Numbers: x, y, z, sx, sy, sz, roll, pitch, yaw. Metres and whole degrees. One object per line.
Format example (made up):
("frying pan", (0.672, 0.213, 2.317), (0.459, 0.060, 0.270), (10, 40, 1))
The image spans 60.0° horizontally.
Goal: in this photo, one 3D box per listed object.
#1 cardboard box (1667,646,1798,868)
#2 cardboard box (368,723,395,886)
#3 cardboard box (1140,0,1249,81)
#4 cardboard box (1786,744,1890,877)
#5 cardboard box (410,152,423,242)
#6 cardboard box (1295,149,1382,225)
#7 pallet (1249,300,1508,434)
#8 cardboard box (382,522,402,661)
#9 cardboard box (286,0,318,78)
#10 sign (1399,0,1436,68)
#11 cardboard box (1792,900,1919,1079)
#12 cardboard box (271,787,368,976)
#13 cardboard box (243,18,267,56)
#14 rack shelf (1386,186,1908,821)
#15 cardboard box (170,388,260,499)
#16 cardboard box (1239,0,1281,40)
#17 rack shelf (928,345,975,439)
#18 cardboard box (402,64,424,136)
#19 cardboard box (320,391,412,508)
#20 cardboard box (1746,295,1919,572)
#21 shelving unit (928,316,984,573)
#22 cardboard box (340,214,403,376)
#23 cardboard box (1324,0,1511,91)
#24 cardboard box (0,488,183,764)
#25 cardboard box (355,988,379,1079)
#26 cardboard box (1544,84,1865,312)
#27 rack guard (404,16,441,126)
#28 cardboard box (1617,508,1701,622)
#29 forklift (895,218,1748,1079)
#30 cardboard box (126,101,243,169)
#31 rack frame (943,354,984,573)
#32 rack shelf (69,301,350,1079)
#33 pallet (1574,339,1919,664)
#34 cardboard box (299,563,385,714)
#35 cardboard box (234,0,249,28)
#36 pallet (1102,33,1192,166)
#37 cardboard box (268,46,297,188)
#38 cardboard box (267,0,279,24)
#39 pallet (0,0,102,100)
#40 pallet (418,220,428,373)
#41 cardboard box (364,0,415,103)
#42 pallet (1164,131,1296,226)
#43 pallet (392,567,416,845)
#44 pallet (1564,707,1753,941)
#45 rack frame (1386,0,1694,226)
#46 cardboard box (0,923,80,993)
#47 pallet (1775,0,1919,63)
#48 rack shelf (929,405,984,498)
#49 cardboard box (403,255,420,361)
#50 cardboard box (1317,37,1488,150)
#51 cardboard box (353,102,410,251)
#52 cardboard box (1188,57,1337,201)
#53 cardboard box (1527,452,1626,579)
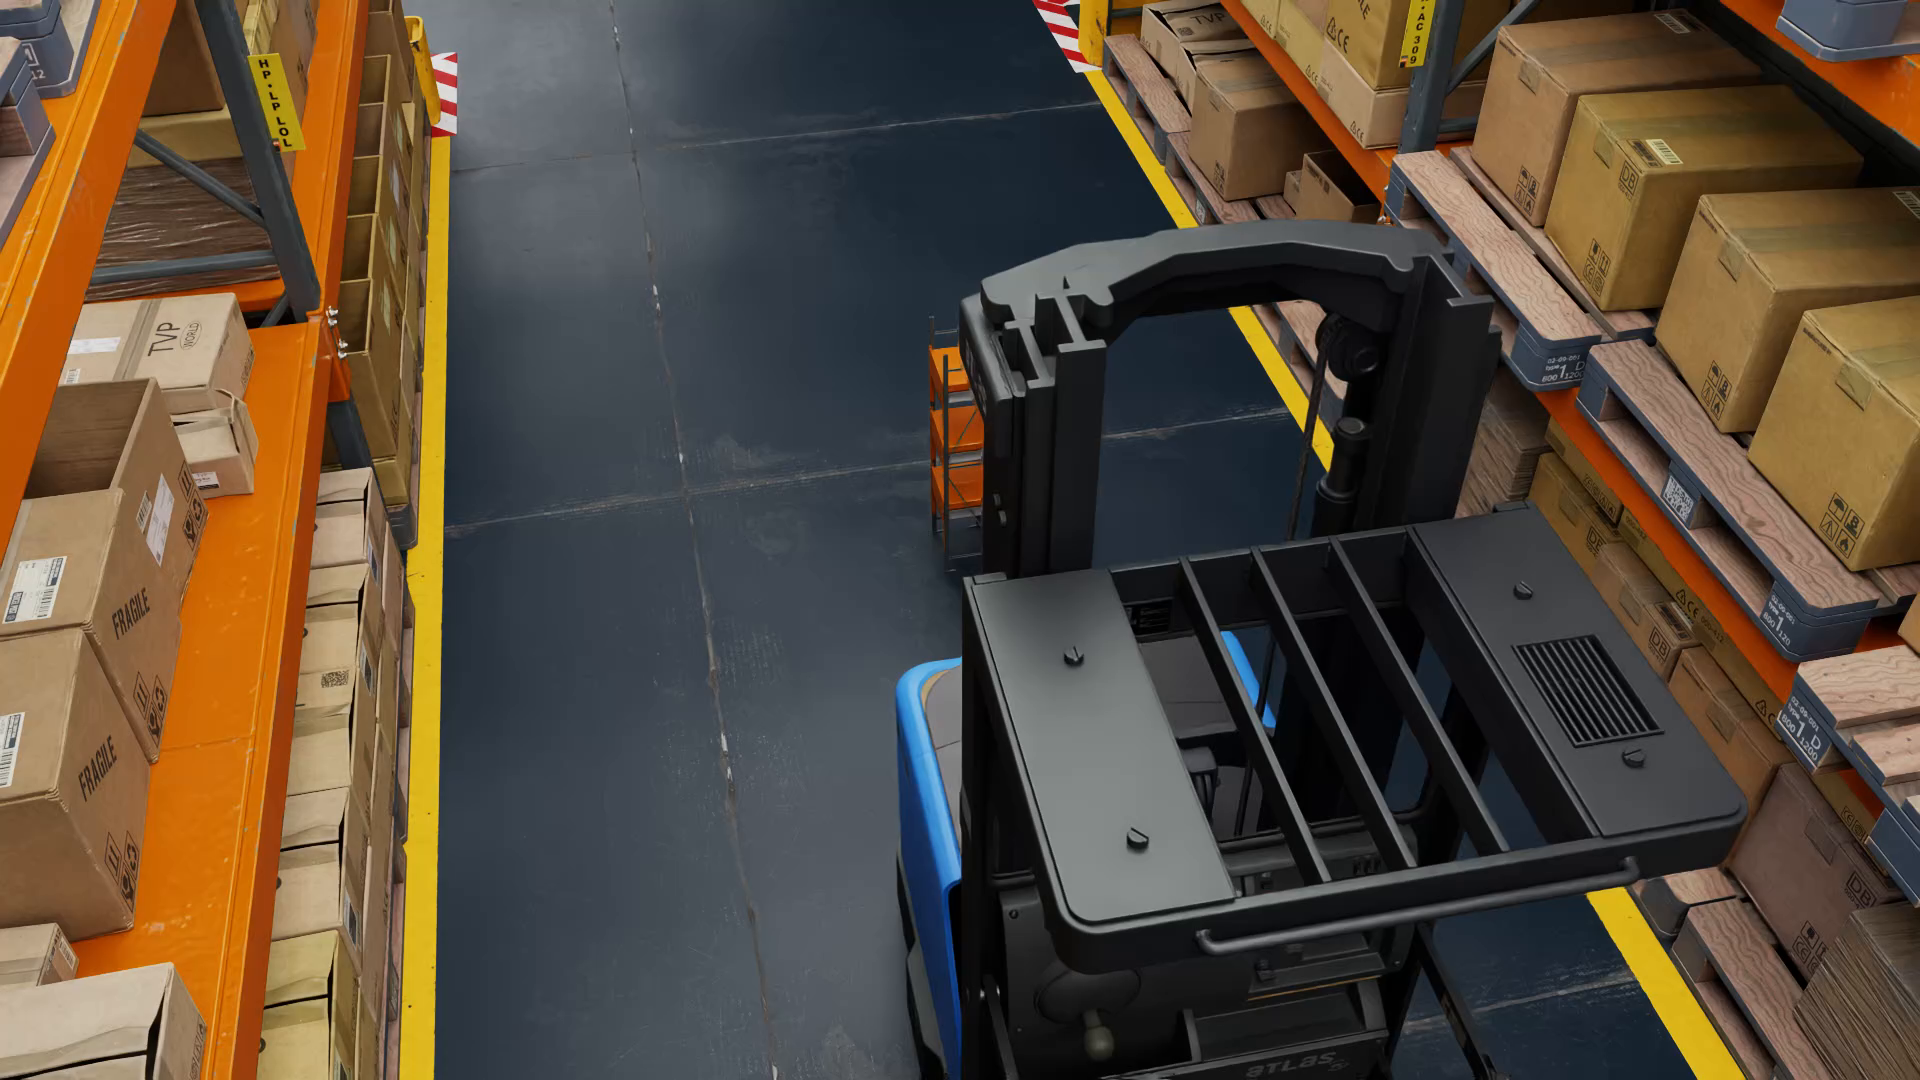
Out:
("cardboard box", (2.687, 0.641, 5.320), (0.700, 0.500, 0.500), (-9, 42, -10))
("cardboard box", (-2.083, 0.876, 5.258), (0.500, 0.250, 0.500), (-7, 42, -8))
("cardboard box", (1.360, -2.884, 9.434), (0.500, 0.311, 0.500), (-13, 43, -14))
("cardboard box", (2.757, 0.651, 4.744), (0.500, 0.250, 0.500), (-8, 42, -8))
("cardboard box", (-2.904, -1.652, 8.106), (0.500, 0.250, 0.500), (-8, 42, -9))
("cardboard box", (1.899, -1.491, 7.721), (0.500, 0.500, 0.500), (-11, 43, -12))
("pallet", (1.983, -0.981, 7.697), (1.003, 0.211, 1.213), (-8, 42, -9))
("cardboard box", (-2.301, 0.217, 6.001), (0.500, 0.250, 0.500), (-9, 42, -10))
("cardboard box", (-3.112, -2.205, 6.899), (0.700, 0.500, 0.500), (-7, 42, -8))
("sign", (1.634, -1.835, 5.906), (0.100, 0.325, 0.005), (-8, 42, -9))
("cardboard box", (2.819, 1.310, 4.566), (0.700, 0.500, 0.500), (-8, 42, -9))
("cardboard box", (-1.978, 0.988, 4.710), (0.500, 0.311, 0.500), (-9, 42, -10))
("cardboard box", (-2.655, -1.694, 5.834), (0.380, 0.149, 0.250), (-9, 42, -10))
("rack shelf", (2.594, -0.029, 5.065), (1.077, 0.370, 4.000), (-8, 42, -9))
("cardboard box", (-2.305, -0.288, 4.916), (0.396, 0.266, 0.258), (-9, 42, -10))
("cardboard box", (1.541, -2.457, 7.356), (0.500, 0.250, 0.500), (-9, 42, -10))
("rack shelf", (0.012, -0.562, 6.181), (0.215, 0.259, 0.240), (-8, 42, -9))
("cardboard box", (-3.133, -2.298, 8.834), (0.500, 0.250, 0.500), (-8, 42, -9))
("cardboard box", (-2.478, -0.355, 6.645), (0.500, 0.250, 0.500), (-8, 42, -9))
("cardboard box", (2.624, -0.311, 4.434), (0.700, 0.500, 0.500), (-8, 42, -9))
("shelving unit", (0.012, -0.358, 6.362), (0.215, 1.050, 0.252), (-8, 42, -9))
("cardboard box", (-2.584, -0.959, 6.761), (0.500, 0.500, 0.500), (-8, 42, -9))
("cardboard box", (1.758, -2.088, 6.376), (0.500, 0.500, 0.500), (-8, 42, -9))
("cardboard box", (-2.302, 0.247, 4.137), (0.500, 0.500, 0.500), (-8, 42, -9))
("cardboard box", (-1.864, 1.539, 4.512), (0.500, 0.250, 0.500), (-9, 42, -10))
("cardboard box", (2.352, -1.098, 5.321), (0.700, 0.500, 0.500), (-4, 42, -5))
("rack guard", (-3.543, -2.555, 9.252), (1.175, 0.500, 0.348), (-8, 42, -9))
("cardboard box", (2.552, -0.008, 5.486), (0.500, 0.250, 0.500), (-9, 42, -11))
("forklift", (0.594, 0.961, 3.459), (1.130, 2.935, 3.031), (-8, 42, -8))
("cardboard box", (-2.543, -1.364, 5.463), (0.380, 0.149, 0.250), (-8, 42, -9))
("rack frame", (0.038, -0.279, 6.273), (0.200, 1.050, 0.008), (-8, 42, -9))
("rack shelf", (-2.242, 0.684, 4.262), (1.077, 0.370, 4.000), (-8, 42, -9))
("pallet", (2.558, -0.207, 4.868), (1.003, 0.211, 1.213), (-8, 42, -9))
("cardboard box", (-2.188, 0.337, 5.443), (0.500, 0.311, 0.500), (-7, 42, -8))
("cardboard box", (-2.886, -2.018, 5.712), (0.700, 0.500, 0.500), (-8, 42, -9))
("pallet", (1.456, -2.563, 9.478), (1.003, 0.211, 1.213), (-8, 42, -9))
("cardboard box", (-2.896, -1.547, 6.158), (0.700, 0.500, 0.500), (-9, 42, -10))
("cardboard box", (-2.765, -2.026, 6.209), (0.380, 0.149, 0.250), (-10, 43, -11))
("pallet", (-2.471, -1.362, 3.910), (0.805, 0.209, 1.217), (-10, 43, -11))
("pallet", (-3.072, -1.153, 7.890), (1.003, 0.211, 1.213), (-8, 42, -9))
("cardboard box", (-3.131, -2.579, 8.586), (0.500, 0.500, 0.500), (-8, 42, -9))
("pallet", (1.716, -1.774, 8.589), (1.003, 0.211, 1.213), (-8, 42, -9))
("pallet", (-2.477, 0.633, 5.878), (1.003, 0.211, 1.213), (-8, 42, -9))
("pallet", (2.598, 0.746, 5.751), (1.003, 0.211, 1.213), (-8, 42, -9))
("rack frame", (2.162, -1.594, 6.286), (1.000, 3.000, 0.127), (-8, 42, -9))
("cardboard box", (-2.141, 0.986, 3.569), (0.380, 0.149, 0.250), (-5, 42, -6))
("pallet", (2.418, -1.558, 4.128), (1.213, 0.211, 1.003), (-8, 42, -9))
("rack shelf", (0.012, -0.350, 6.369), (0.215, 0.259, 0.240), (-8, 42, -9))
("cardboard box", (-2.684, -1.004, 7.377), (0.500, 0.250, 0.500), (-8, 42, -9))
("cardboard box", (1.764, -1.809, 6.626), (0.500, 0.250, 0.500), (-8, 42, -9))
("cardboard box", (-2.794, -1.608, 7.492), (0.500, 0.500, 0.500), (-8, 42, -9))
("cardboard box", (1.593, -2.103, 8.411), (0.700, 0.500, 0.500), (-11, 43, -12))
("cardboard box", (2.498, -0.021, 6.066), (0.700, 0.500, 0.500), (-9, 42, -10))
